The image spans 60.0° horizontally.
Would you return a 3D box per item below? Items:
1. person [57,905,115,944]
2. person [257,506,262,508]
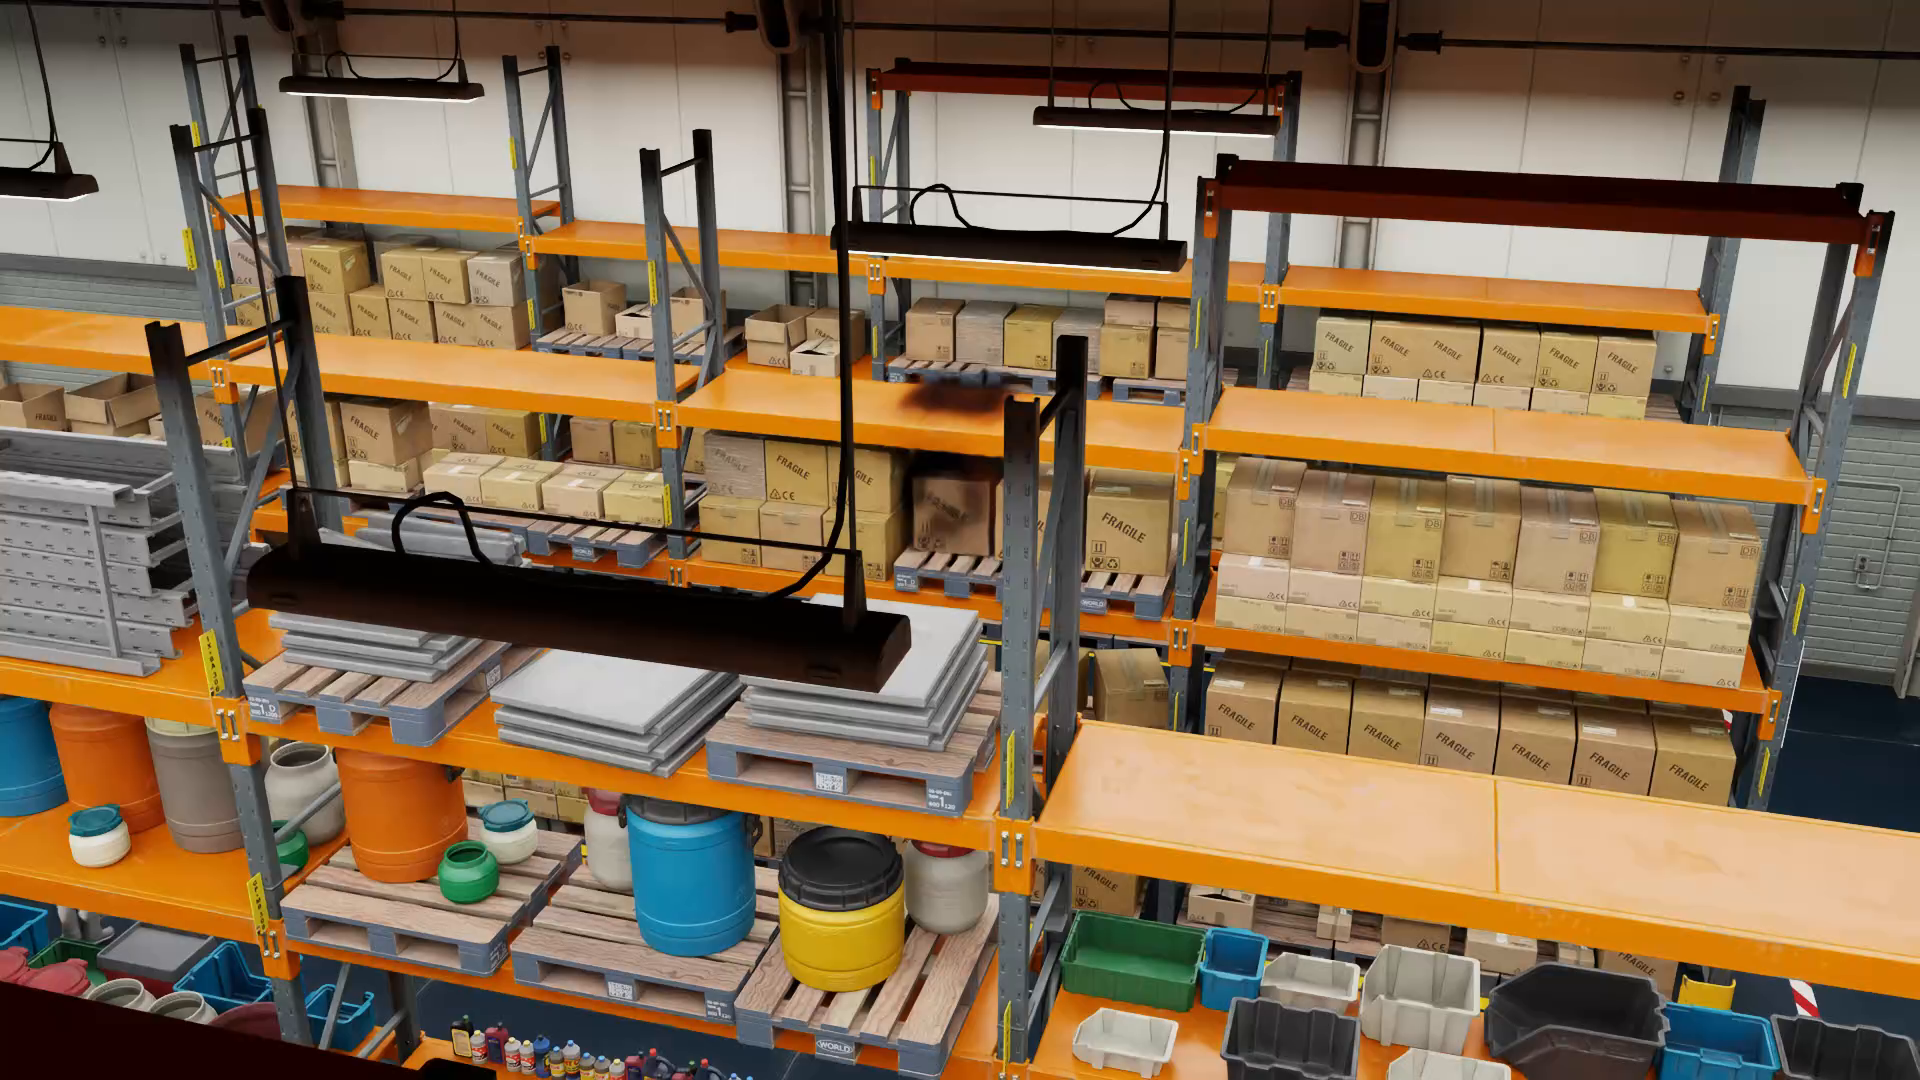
[{"bbox_3d":[-6.905,2.393,12.843,0.504,1.711,0.382,-1,23,-1],"label":"person"},{"bbox_3d":[-7.278,0.401,17.477,0.555,1.779,0.725,-18,29,-37],"label":"person"}]
